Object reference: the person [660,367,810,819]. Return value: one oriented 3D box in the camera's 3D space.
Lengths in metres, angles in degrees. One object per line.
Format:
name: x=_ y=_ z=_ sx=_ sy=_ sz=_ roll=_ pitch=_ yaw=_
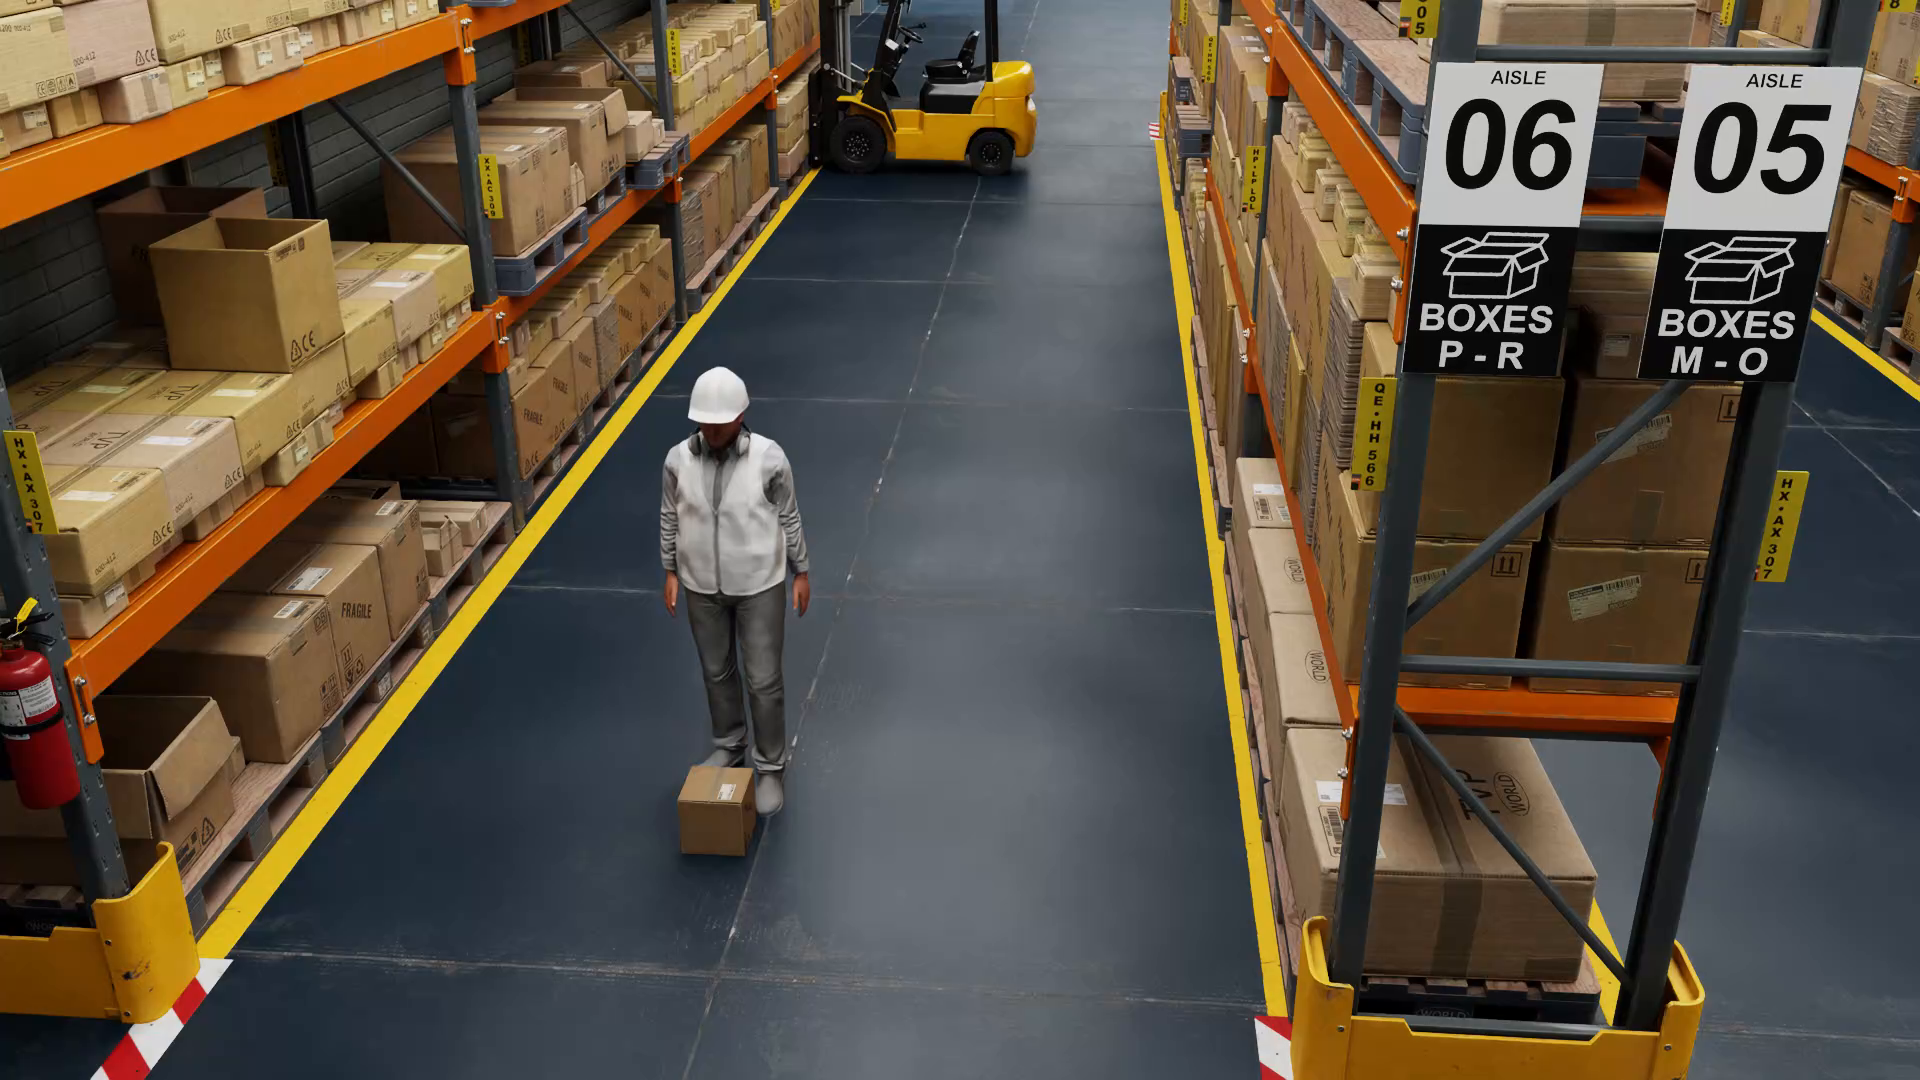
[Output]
person: x=-0.926 y=0.203 z=6.615 sx=0.600 sy=1.794 sz=0.516 roll=4 pitch=25 yaw=9
